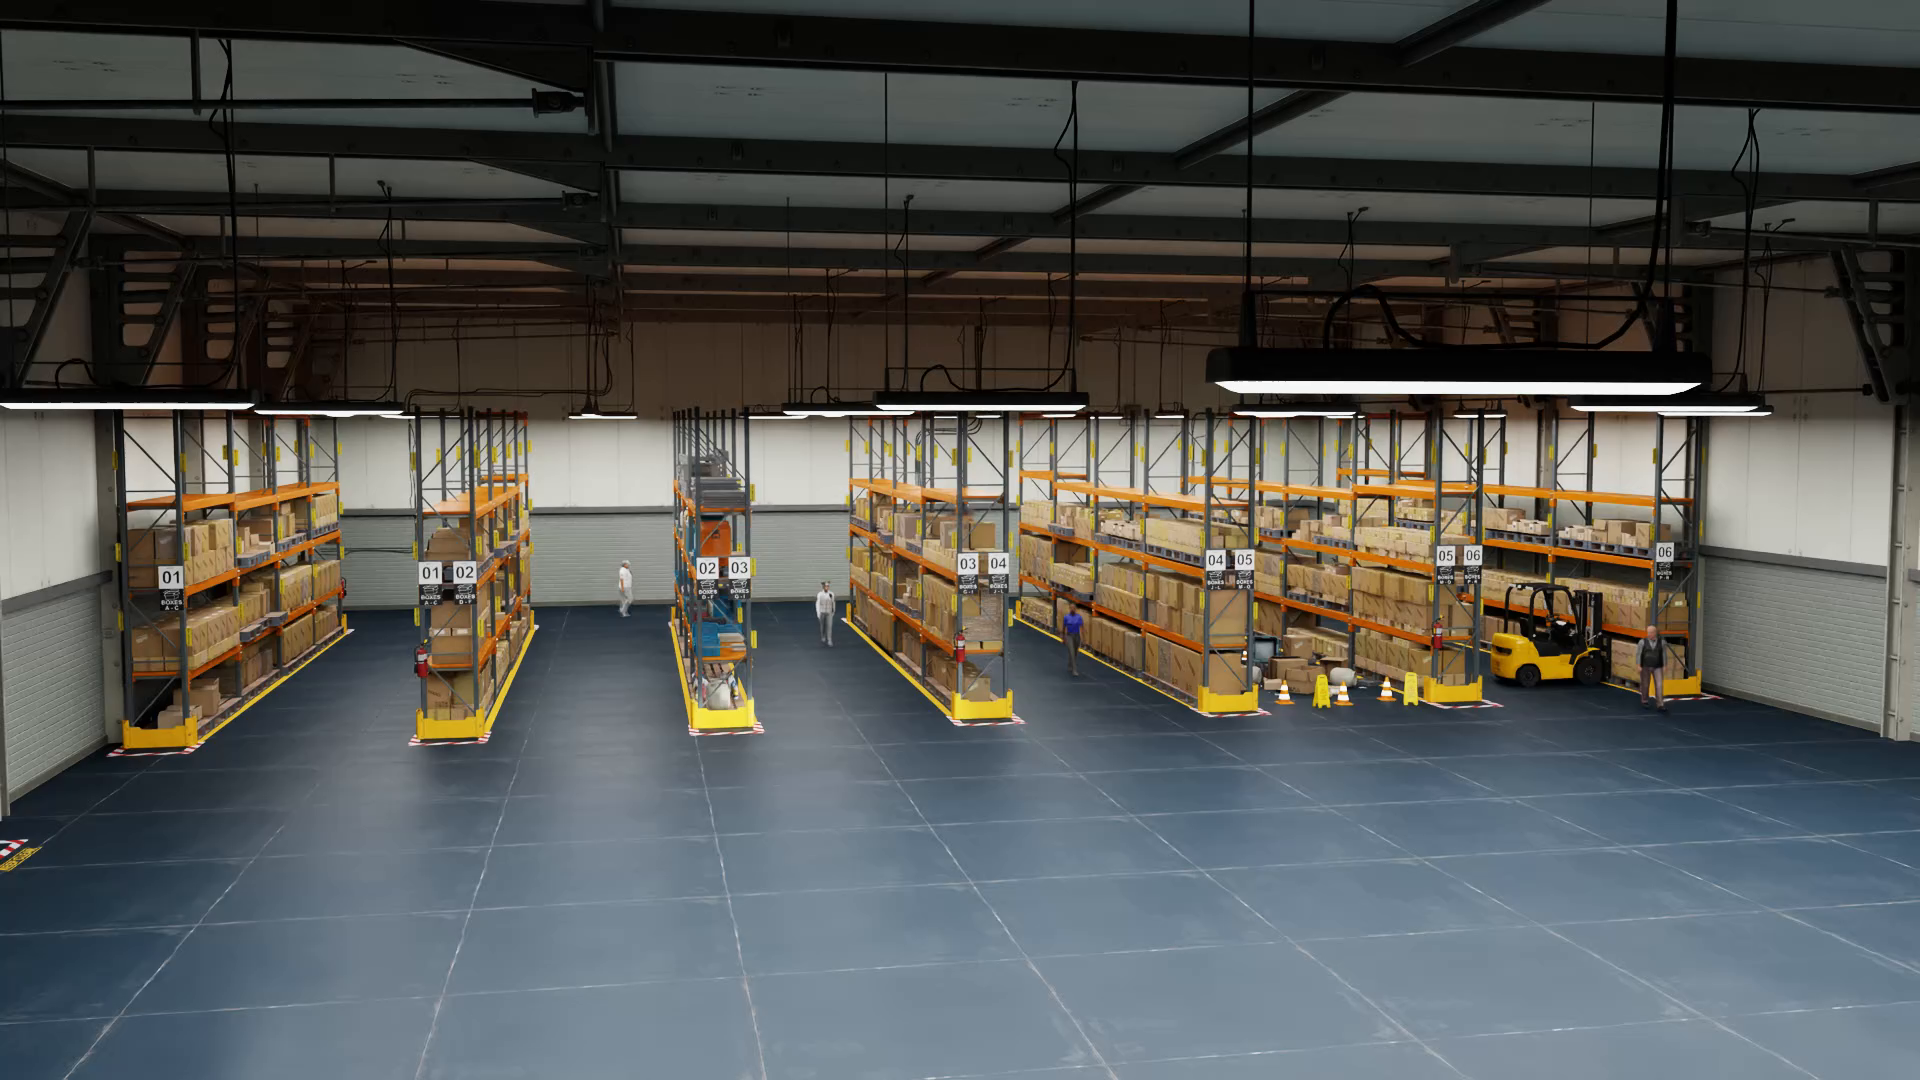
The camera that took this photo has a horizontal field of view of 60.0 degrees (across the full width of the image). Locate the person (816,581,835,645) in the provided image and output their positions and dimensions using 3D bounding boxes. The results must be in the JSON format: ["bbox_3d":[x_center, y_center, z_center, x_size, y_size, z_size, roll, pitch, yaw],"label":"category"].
[{"bbox_3d":[-3.439,1.850,42.663,0.515,1.617,1.034,-1,4,-8],"label":"person"}]

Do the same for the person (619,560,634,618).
[{"bbox_3d":[-9.790,1.428,48.761,0.441,1.686,0.507,-1,4,-10],"label":"person"}]

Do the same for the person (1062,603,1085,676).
[{"bbox_3d":[2.582,2.234,37.689,0.446,1.579,1.021,-1,4,-14],"label":"person"}]

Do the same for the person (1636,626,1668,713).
[{"bbox_3d":[13.690,2.543,32.900,0.584,1.689,0.900,2,4,21],"label":"person"}]
